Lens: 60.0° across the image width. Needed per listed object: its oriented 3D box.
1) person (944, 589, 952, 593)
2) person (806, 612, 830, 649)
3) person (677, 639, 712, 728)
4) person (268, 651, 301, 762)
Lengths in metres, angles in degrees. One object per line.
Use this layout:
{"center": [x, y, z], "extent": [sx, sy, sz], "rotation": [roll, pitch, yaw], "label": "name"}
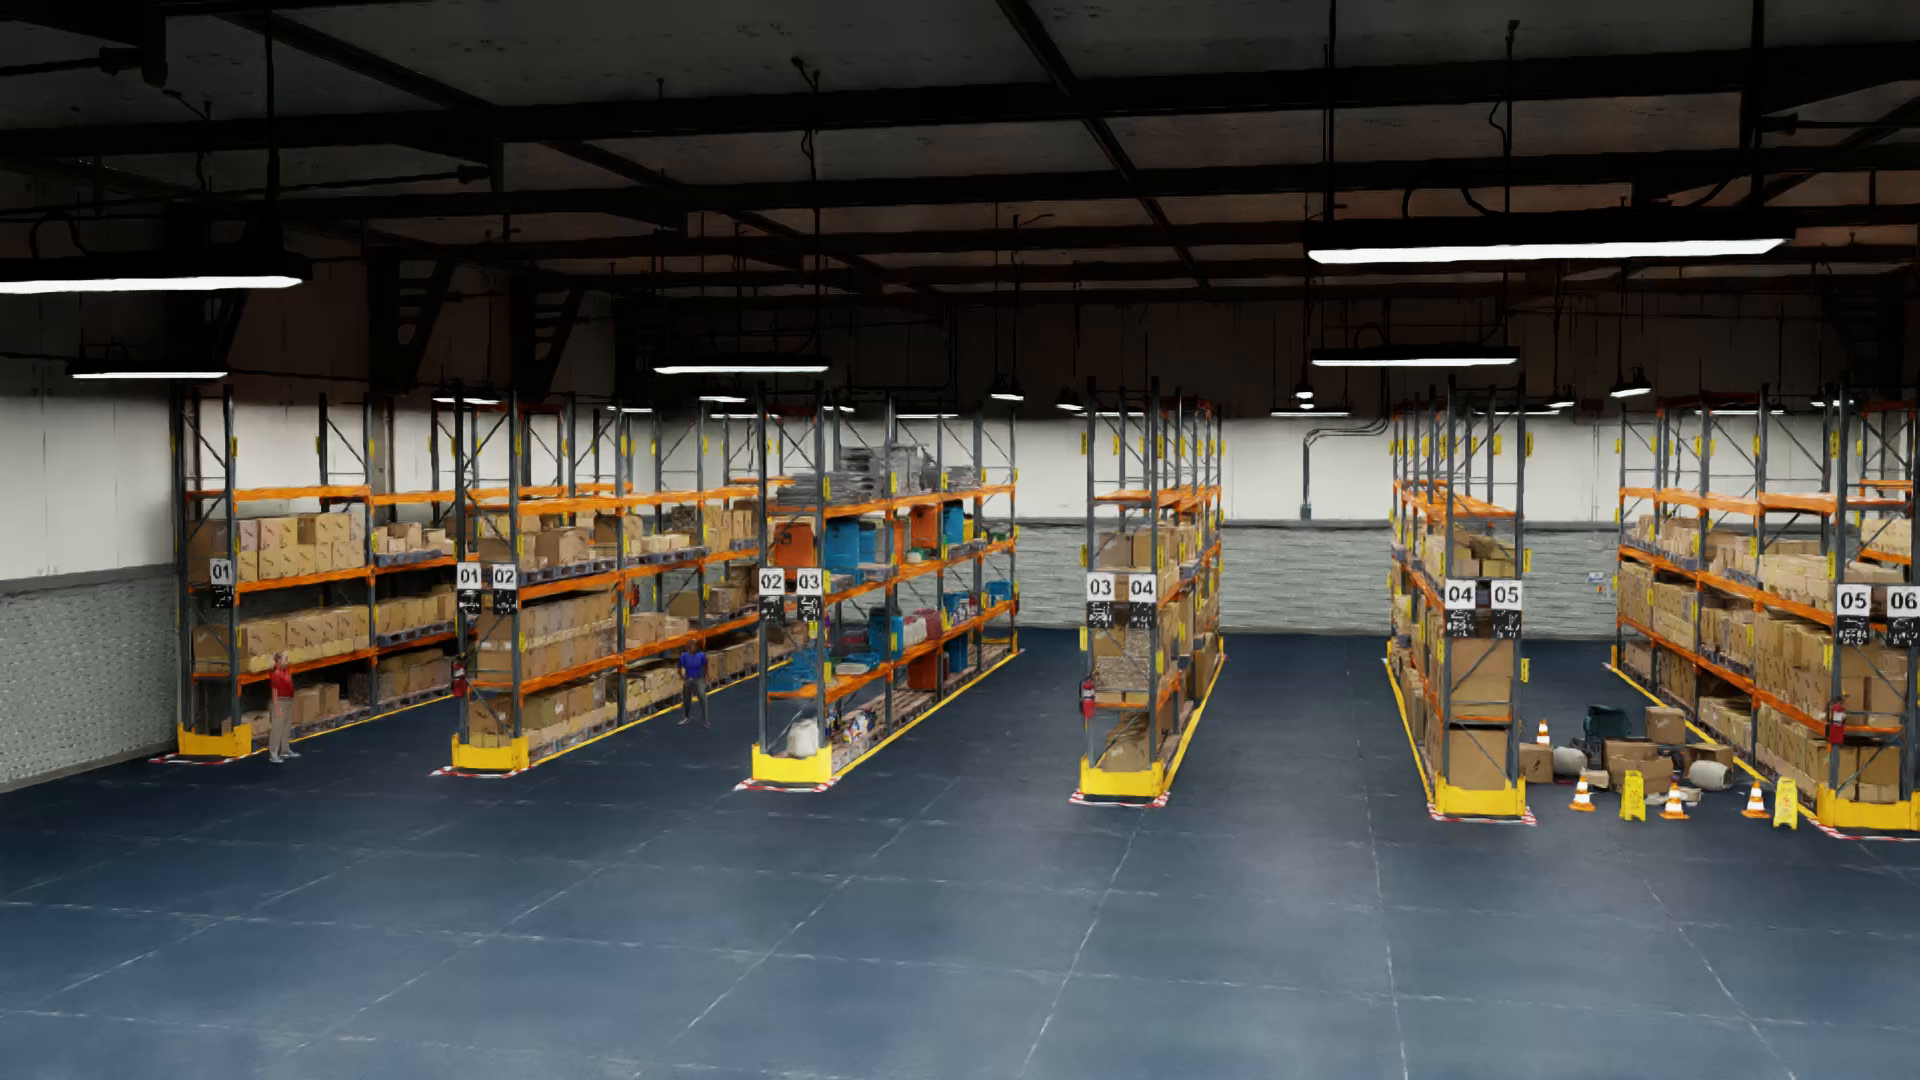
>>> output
{"center": [-0.277, 1.974, 39.134], "extent": [0.538, 1.664, 1.033], "rotation": [1, 3, 21], "label": "person"}
{"center": [-3.089, 2.106, 36.130], "extent": [0.591, 1.677, 1.042], "rotation": [1, 3, 11], "label": "person"}
{"center": [-4.735, 2.536, 29.726], "extent": [0.621, 1.591, 0.822], "rotation": [0, 3, -5], "label": "person"}
{"center": [-10.797, 2.635, 26.521], "extent": [0.403, 1.732, 0.661], "rotation": [0, 3, -6], "label": "person"}
